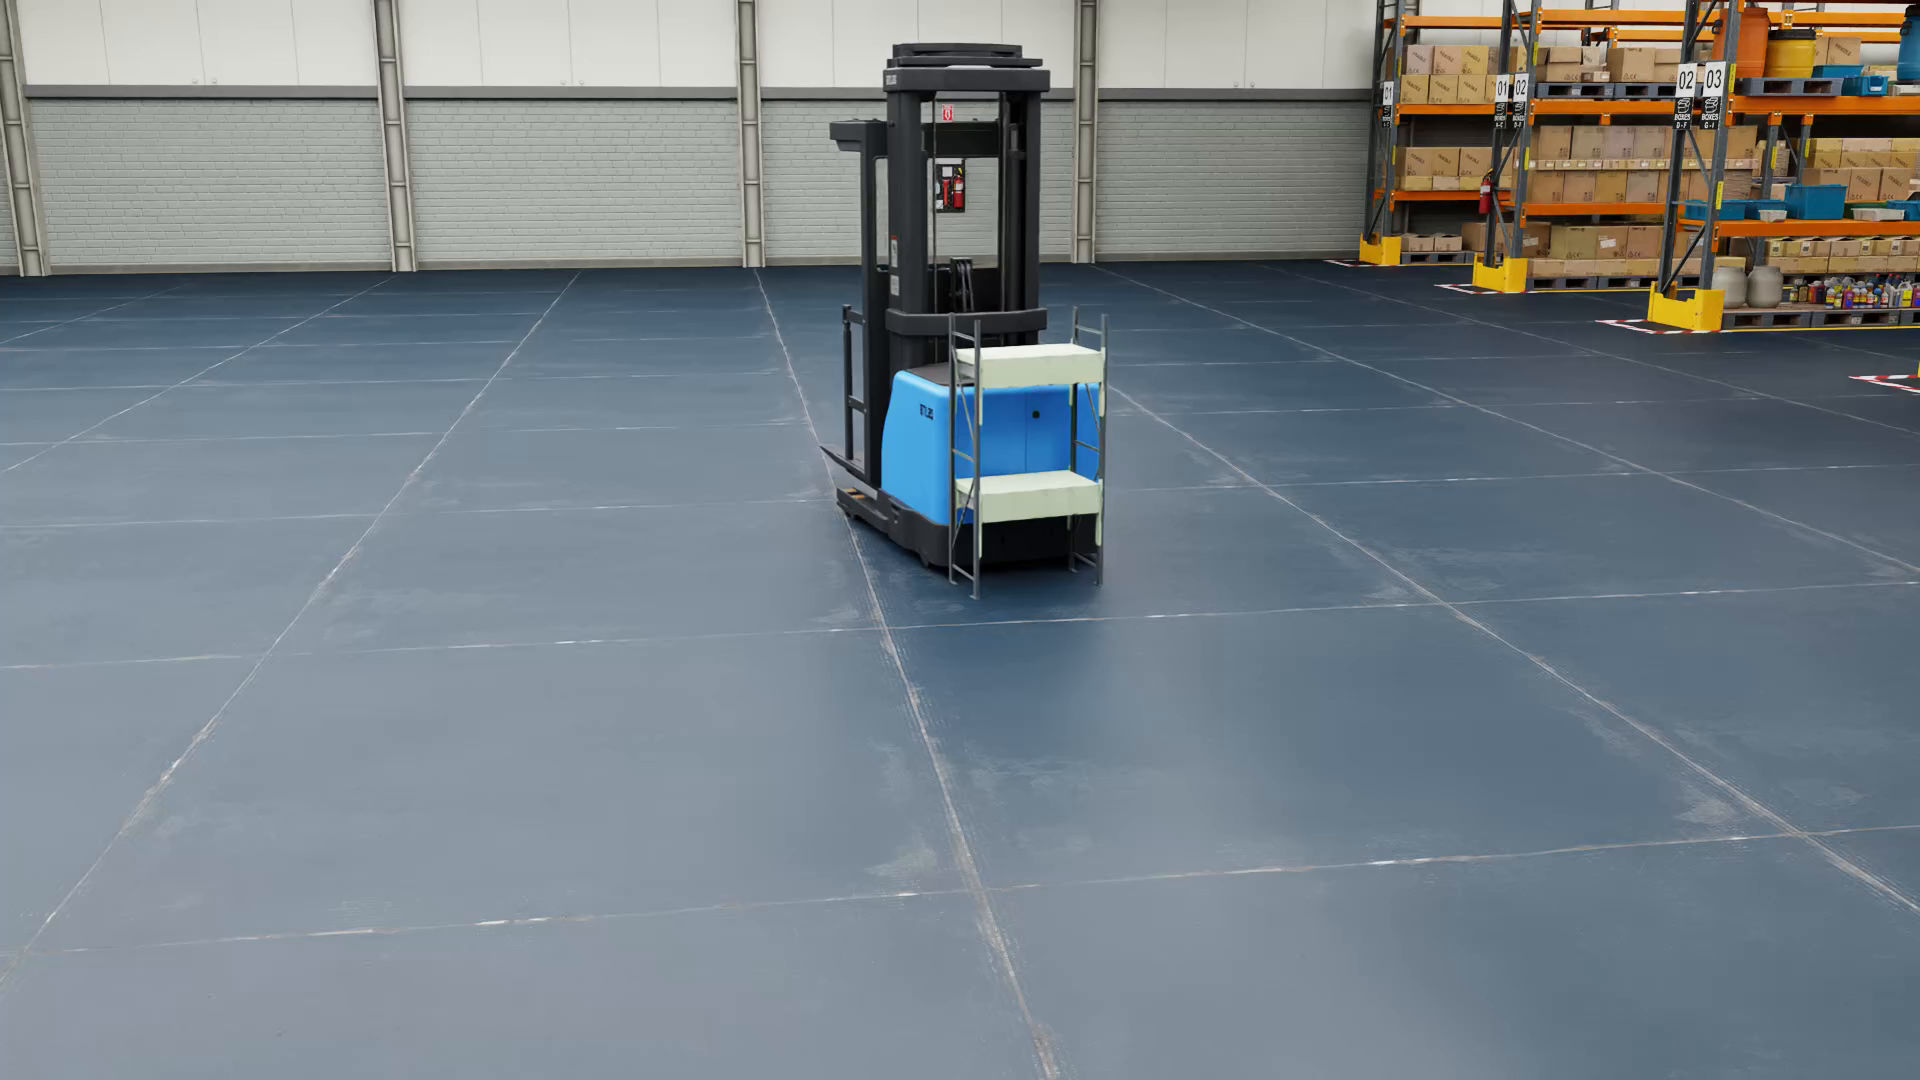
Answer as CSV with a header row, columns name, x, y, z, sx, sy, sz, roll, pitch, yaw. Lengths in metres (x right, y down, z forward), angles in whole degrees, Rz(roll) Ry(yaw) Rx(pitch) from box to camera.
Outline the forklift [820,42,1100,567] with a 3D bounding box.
name,x,y,z,sx,sy,sz,roll,pitch,yaw
forklift,-0.163,-1.582,10.504,1.130,2.935,3.031,-5,15,-20

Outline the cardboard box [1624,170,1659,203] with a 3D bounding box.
name,x,y,z,sx,sy,sz,roll,pitch,yaw
cardboard box,10.358,-5.473,25.675,0.500,0.500,0.700,-2,14,-7

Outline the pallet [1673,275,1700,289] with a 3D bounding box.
name,x,y,z,sx,sy,sz,roll,pitch,yaw
pallet,11.526,-4.128,26.248,1.213,0.211,1.003,-2,14,-8

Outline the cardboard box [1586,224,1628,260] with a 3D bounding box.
name,x,y,z,sx,sy,sz,roll,pitch,yaw
cardboard box,9.914,-4.594,25.620,0.500,0.500,0.500,-2,14,-8

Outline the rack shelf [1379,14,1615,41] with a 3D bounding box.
name,x,y,z,sx,sy,sz,roll,pitch,yaw
rack shelf,9.600,-9.178,29.803,4.000,0.370,1.077,-2,14,-8

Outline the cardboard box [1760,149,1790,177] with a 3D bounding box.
name,x,y,z,sx,sy,sz,roll,pitch,yaw
cardboard box,15.069,-7.078,31.169,0.500,0.500,0.700,-4,15,-15

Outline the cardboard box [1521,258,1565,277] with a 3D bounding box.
name,x,y,z,sx,sy,sz,roll,pitch,yaw
cardboard box,8.927,-4.190,25.553,0.500,0.250,0.500,-2,14,-8

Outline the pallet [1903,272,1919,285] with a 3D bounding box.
name,x,y,z,sx,sy,sz,roll,pitch,yaw
pallet,15.454,-4.271,26.819,1.213,0.211,1.003,-2,14,-8

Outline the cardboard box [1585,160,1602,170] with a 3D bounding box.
name,x,y,z,sx,sy,sz,roll,pitch,yaw
cardboard box,9.541,-5.707,25.274,0.250,0.149,0.380,-2,14,-9

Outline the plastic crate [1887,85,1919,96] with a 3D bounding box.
name,x,y,z,sx,sy,sz,roll,pitch,yaw
plastic crate,11.526,-5.479,20.279,0.396,0.136,0.243,-2,14,-8

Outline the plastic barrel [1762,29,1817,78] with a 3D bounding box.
name,x,y,z,sx,sy,sz,roll,pitch,yaw
plastic barrel,10.206,-5.984,20.502,0.600,0.588,0.600,0,14,0

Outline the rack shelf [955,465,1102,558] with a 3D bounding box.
name,x,y,z,sx,sy,sz,roll,pitch,yaw
rack shelf,0.364,-0.164,9.130,0.720,0.370,0.431,-5,15,-21

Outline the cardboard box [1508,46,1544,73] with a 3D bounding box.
name,x,y,z,sx,sy,sz,roll,pitch,yaw
cardboard box,10.067,-8.562,29.726,0.500,0.500,0.500,-3,14,-10

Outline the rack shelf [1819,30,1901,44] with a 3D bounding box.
name,x,y,z,sx,sy,sz,roll,pitch,yaw
rack shelf,17.510,-9.275,31.007,4.000,0.370,1.077,-2,14,-8

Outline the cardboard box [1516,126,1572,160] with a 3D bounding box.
name,x,y,z,sx,sy,sz,roll,pitch,yaw
cardboard box,8.879,-6.048,25.298,0.500,0.500,0.700,-2,14,-8

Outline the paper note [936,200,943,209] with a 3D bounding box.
name,x,y,z,sx,sy,sz,roll,pitch,yaw
paper note,-0.382,-6.064,30.047,0.142,0.148,0.016,-2,14,-8

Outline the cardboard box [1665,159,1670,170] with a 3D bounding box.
name,x,y,z,sx,sy,sz,roll,pitch,yaw
cardboard box,10.826,-5.755,25.465,0.250,0.149,0.380,-2,14,-7

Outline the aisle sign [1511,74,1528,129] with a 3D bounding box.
name,x,y,z,sx,sy,sz,roll,pitch,yaw
aisle sign,8.344,-6.539,24.786,0.004,0.787,0.394,-2,14,-8

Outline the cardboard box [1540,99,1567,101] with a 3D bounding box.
name,x,y,z,sx,sy,sz,roll,pitch,yaw
cardboard box,10.613,-8.111,29.984,0.500,0.500,0.500,-3,14,-13

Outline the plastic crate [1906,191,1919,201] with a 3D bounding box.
name,x,y,z,sx,sy,sz,roll,pitch,yaw
plastic crate,12.517,-4.289,21.286,0.504,0.338,0.767,-2,14,-8

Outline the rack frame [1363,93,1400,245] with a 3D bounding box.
name,x,y,z,sx,sy,sz,roll,pitch,yaw
rack frame,7.622,-6.546,30.156,0.127,3.000,1.000,-2,14,-8

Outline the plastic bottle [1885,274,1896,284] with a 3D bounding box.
name,x,y,z,sx,sy,sz,roll,pitch,yaw
plastic bottle,12.193,-3.307,21.782,0.185,0.351,0.144,-2,14,-7

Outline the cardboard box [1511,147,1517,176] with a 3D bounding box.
name,x,y,z,sx,sy,sz,roll,pitch,yaw
cardboard box,10.164,-6.865,30.154,0.500,0.500,0.500,-3,14,-10

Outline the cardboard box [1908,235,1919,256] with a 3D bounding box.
name,x,y,z,sx,sy,sz,roll,pitch,yaw
cardboard box,15.280,-4.688,26.383,0.500,0.311,0.500,-2,14,-9

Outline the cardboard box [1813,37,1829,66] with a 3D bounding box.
name,x,y,z,sx,sy,sz,roll,pitch,yaw
cardboard box,12.935,-7.462,25.546,0.500,0.500,0.500,-2,14,-8

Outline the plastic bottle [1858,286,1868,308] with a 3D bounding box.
name,x,y,z,sx,sy,sz,roll,pitch,yaw
plastic bottle,11.375,-3.059,20.959,0.097,0.271,0.097,0,14,0

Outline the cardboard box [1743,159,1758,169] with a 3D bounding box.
name,x,y,z,sx,sy,sz,roll,pitch,yaw
cardboard box,12.082,-5.801,25.647,0.250,0.149,0.380,-2,14,-8

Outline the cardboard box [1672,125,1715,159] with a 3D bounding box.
name,x,y,z,sx,sy,sz,roll,pitch,yaw
cardboard box,11.382,-6.141,25.669,0.500,0.500,0.700,-2,14,-8

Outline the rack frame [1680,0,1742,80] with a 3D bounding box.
name,x,y,z,sx,sy,sz,roll,pitch,yaw
rack frame,9.098,-7.073,19.924,0.127,3.000,1.000,-2,14,-8

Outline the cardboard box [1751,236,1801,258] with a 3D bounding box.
name,x,y,z,sx,sy,sz,roll,pitch,yaw
cardboard box,12.765,-4.596,26.019,0.500,0.311,0.500,-2,14,-8

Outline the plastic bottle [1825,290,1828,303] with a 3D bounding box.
name,x,y,z,sx,sy,sz,roll,pitch,yaw
plastic bottle,11.276,-3.169,21.540,0.097,0.201,0.097,0,14,0

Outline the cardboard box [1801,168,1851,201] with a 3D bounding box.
name,x,y,z,sx,sy,sz,roll,pitch,yaw
cardboard box,13.602,-5.591,26.143,0.500,0.500,0.500,-1,14,-4

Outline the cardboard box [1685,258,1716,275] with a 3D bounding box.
name,x,y,z,sx,sy,sz,roll,pitch,yaw
cardboard box,11.397,-4.284,25.927,0.500,0.250,0.500,-2,14,-8

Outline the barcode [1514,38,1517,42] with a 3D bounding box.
name,x,y,z,sx,sy,sz,roll,pitch,yaw
barcode,10.139,-9.120,30.350,0.075,0.075,0.001,-2,14,-8

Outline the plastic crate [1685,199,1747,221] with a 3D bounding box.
name,x,y,z,sx,sy,sz,roll,pitch,yaw
plastic crate,9.548,-4.181,21.031,0.616,0.251,0.499,-2,14,-8

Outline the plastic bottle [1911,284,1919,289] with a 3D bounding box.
name,x,y,z,sx,sy,sz,roll,pitch,yaw
plastic bottle,12.223,-3.135,21.251,0.135,0.276,0.152,-2,14,-8

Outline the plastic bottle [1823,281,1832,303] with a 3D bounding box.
name,x,y,z,sx,sy,sz,roll,pitch,yaw
plastic bottle,11.239,-3.235,21.648,0.135,0.276,0.152,-2,14,-10

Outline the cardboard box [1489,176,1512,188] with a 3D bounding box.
name,x,y,z,sx,sy,sz,roll,pitch,yaw
cardboard box,9.668,-6.481,30.165,0.500,0.250,0.500,-2,14,-8

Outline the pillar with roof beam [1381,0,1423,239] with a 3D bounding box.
name,x,y,z,sx,sy,sz,roll,pitch,yaw
pillar with roof beam,8.827,-8.654,26.228,0.400,9.000,9.100,-2,14,-8

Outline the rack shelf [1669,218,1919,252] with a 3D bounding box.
name,x,y,z,sx,sy,sz,roll,pitch,yaw
rack shelf,11.076,-3.886,21.030,4.000,0.370,1.077,-2,14,-8

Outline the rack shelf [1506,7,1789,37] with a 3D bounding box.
name,x,y,z,sx,sy,sz,roll,pitch,yaw
rack shelf,10.341,-7.794,25.101,4.000,0.370,1.077,-2,14,-8

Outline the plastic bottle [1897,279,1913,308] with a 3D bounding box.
name,x,y,z,sx,sy,sz,roll,pitch,yaw
plastic bottle,11.950,-3.125,21.057,0.185,0.351,0.144,-2,14,-9

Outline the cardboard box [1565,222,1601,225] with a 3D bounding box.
name,x,y,z,sx,sy,sz,roll,pitch,yaw
cardboard box,9.836,-4.719,26.119,0.500,0.500,0.500,-2,14,-8

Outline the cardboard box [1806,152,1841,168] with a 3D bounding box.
name,x,y,z,sx,sy,sz,roll,pitch,yaw
cardboard box,16.051,-6.994,31.086,0.500,0.500,0.500,-2,14,-7

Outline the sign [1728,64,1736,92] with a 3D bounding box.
name,x,y,z,sx,sy,sz,roll,pitch,yaw
sign,9.175,-5.489,19.760,0.005,0.325,0.100,-2,14,-8

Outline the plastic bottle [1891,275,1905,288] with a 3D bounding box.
name,x,y,z,sx,sy,sz,roll,pitch,yaw
plastic bottle,12.215,-3.272,21.644,0.185,0.351,0.144,-2,14,-8

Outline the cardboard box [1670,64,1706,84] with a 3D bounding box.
name,x,y,z,sx,sy,sz,roll,pitch,yaw
cardboard box,11.248,-7.208,25.663,0.500,0.311,0.500,-3,14,-11

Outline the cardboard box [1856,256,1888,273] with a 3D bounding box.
name,x,y,z,sx,sy,sz,roll,pitch,yaw
cardboard box,14.275,-4.380,26.310,0.500,0.250,0.500,-2,14,-7

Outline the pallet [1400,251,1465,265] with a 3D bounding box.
name,x,y,z,sx,sy,sz,roll,pitch,yaw
pallet,8.506,-5.217,30.590,1.213,0.211,1.003,-2,14,-8

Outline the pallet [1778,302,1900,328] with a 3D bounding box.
name,x,y,z,sx,sy,sz,roll,pitch,yaw
pallet,11.174,-2.896,21.334,1.213,0.211,1.003,-2,14,-8

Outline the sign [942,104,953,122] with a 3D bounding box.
name,x,y,z,sx,sy,sz,roll,pitch,yaw
sign,-0.220,-7.629,29.712,0.199,0.298,0.001,-2,14,-8

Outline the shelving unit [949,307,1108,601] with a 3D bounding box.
name,x,y,z,sx,sy,sz,roll,pitch,yaw
shelving unit,0.364,-0.480,9.051,0.755,1.500,0.431,-5,15,-21

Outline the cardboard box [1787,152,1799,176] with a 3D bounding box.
name,x,y,z,sx,sy,sz,roll,pitch,yaw
cardboard box,15.960,-7.119,31.582,0.500,0.500,0.500,-2,14,-8

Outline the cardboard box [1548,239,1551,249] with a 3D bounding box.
name,x,y,z,sx,sy,sz,roll,pitch,yaw
cardboard box,11.053,-5.503,30.919,0.250,0.166,0.380,-4,15,-16

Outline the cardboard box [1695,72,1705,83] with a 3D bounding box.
name,x,y,z,sx,sy,sz,roll,pitch,yaw
cardboard box,11.167,-6.994,25.144,0.250,0.149,0.380,-2,14,-8

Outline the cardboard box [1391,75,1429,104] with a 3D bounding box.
name,x,y,z,sx,sy,sz,roll,pitch,yaw
cardboard box,7.990,-8.011,29.585,0.500,0.500,0.500,-2,14,-7

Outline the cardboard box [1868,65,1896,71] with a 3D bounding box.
name,x,y,z,sx,sy,sz,roll,pitch,yaw
cardboard box,17.069,-8.633,31.201,0.500,0.500,0.700,-1,14,-5
